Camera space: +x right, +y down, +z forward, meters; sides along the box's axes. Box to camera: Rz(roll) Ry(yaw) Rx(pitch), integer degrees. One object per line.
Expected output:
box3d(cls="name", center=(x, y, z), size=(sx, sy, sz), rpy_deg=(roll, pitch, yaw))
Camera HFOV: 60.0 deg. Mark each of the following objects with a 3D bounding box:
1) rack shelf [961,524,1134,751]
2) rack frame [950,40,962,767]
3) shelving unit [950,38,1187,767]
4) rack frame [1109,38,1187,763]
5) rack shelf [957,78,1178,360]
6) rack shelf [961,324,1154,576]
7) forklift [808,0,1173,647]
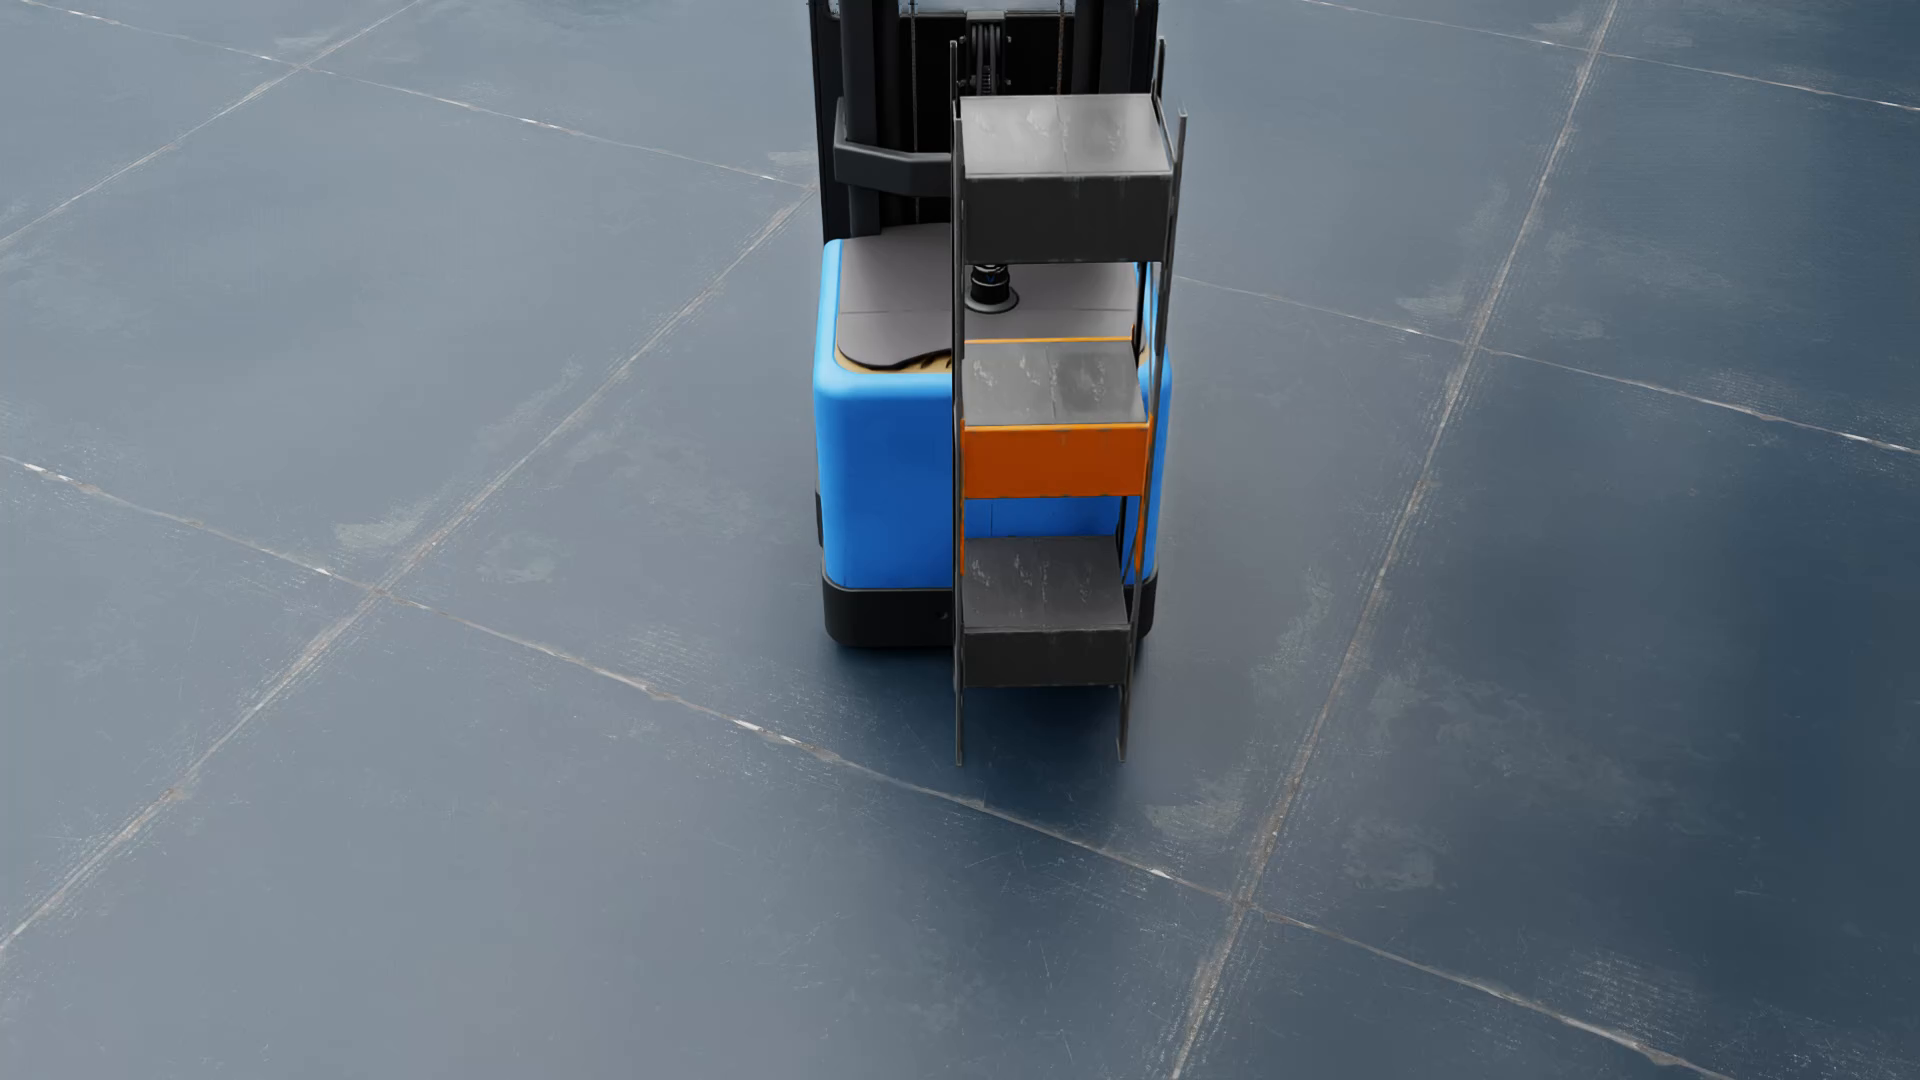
box3d(cls="rack shelf", center=(0.235, 0.289, 4.903), size=(0.480, 0.518, 0.431), rpy_deg=(-1, 41, -1))
box3d(cls="rack frame", center=(-0.009, -0.245, 4.430), size=(0.015, 2.100, 0.400), rpy_deg=(-1, 41, -1))
box3d(cls="shelving unit", center=(0.235, -0.250, 4.436), size=(0.503, 2.100, 0.431), rpy_deg=(-1, 41, -1))
box3d(cls="rack frame", center=(0.479, -0.255, 4.442), size=(0.015, 2.100, 0.400), rpy_deg=(-1, 41, -1))
box3d(cls="rack shelf", center=(0.235, -0.769, 3.986), size=(0.480, 0.518, 0.431), rpy_deg=(-1, 41, -1))
box3d(cls="rack shelf", center=(0.235, -0.240, 4.444), size=(0.480, 0.518, 0.431), rpy_deg=(-1, 41, -1))
box3d(cls="forklift", center=(0.069, -1.712, 5.487), size=(1.130, 2.935, 3.031), rpy_deg=(-1, 41, -1))
